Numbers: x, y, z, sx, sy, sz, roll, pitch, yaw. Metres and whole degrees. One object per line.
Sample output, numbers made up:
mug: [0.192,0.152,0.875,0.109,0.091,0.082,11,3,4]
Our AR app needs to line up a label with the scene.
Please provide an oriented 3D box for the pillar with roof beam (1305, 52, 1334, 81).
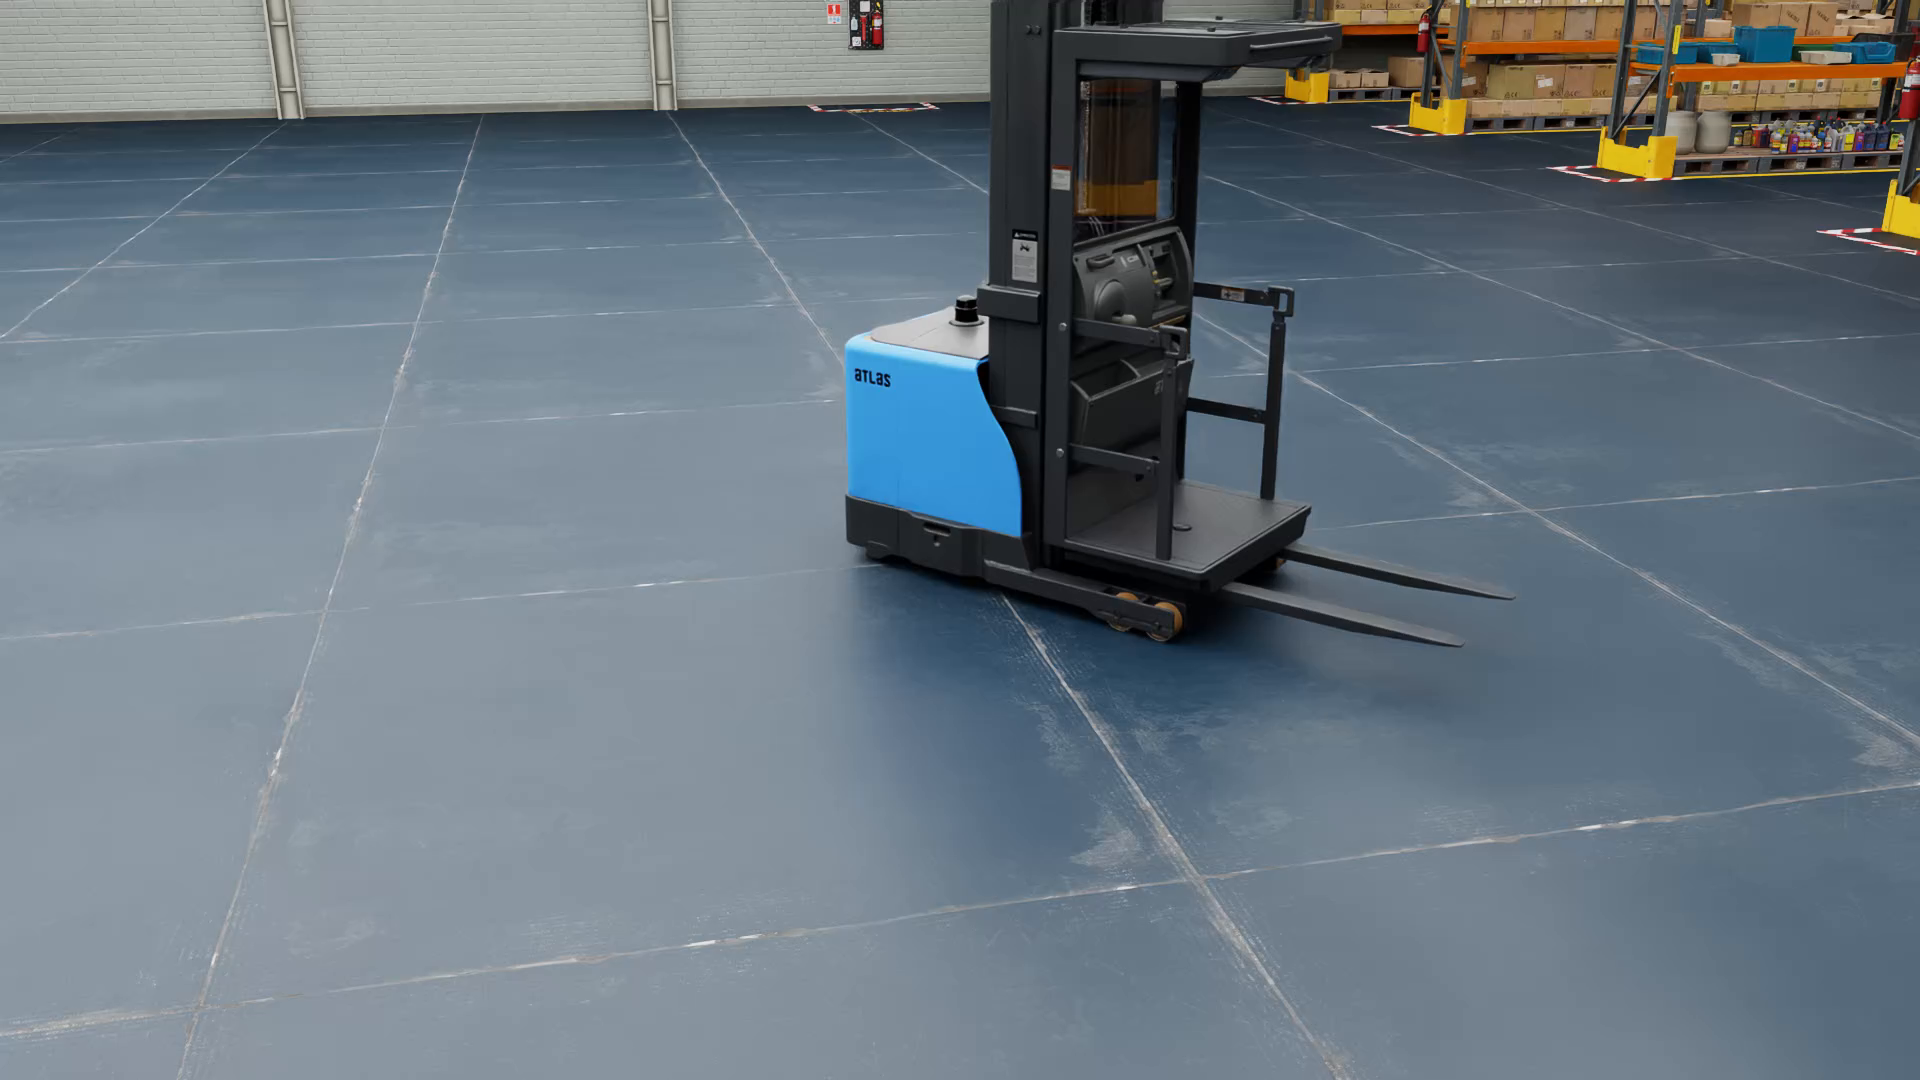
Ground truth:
pillar with roof beam: [7.643,-11.077,25.472,0.400,9.000,9.100,-5,21,-12]

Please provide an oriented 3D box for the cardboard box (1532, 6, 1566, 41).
cardboard box: [8.765,-7.859,25.262,0.500,0.500,0.700,-5,21,-12]

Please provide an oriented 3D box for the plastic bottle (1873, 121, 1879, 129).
plastic bottle: [11.749,-5.220,21.416,0.185,0.351,0.144,-5,21,-12]

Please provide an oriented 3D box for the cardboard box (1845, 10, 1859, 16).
cardboard box: [16.838,-10.002,31.595,0.250,0.149,0.380,-5,21,-12]

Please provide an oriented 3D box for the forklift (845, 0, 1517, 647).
forklift: [0.936,-1.148,7.188,3.031,2.935,1.130,14,24,33]

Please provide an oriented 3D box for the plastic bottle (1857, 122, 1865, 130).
plastic bottle: [11.931,-5.404,22.032,0.097,0.271,0.097,0,20,0]

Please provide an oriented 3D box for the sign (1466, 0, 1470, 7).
sign: [7.435,-7.956,24.299,0.005,0.325,0.100,-5,21,-12]

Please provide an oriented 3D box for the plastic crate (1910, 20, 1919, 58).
plastic crate: [12.743,-6.528,21.680,0.583,0.464,0.402,-5,21,-12]

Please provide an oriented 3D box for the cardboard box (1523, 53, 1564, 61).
cardboard box: [10.775,-8.770,30.888,0.500,0.500,0.700,-4,20,-11]

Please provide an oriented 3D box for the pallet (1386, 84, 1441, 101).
pallet: [8.227,-8.201,30.395,1.213,0.211,1.003,-5,21,-12]

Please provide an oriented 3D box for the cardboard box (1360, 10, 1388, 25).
cardboard box: [7.220,-9.274,29.459,0.500,0.250,0.500,-5,21,-14]

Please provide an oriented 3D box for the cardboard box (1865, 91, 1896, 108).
cardboard box: [14.643,-7.114,26.763,0.500,0.250,0.500,-4,21,-11]

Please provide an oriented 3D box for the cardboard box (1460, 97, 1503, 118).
cardboard box: [7.886,-6.573,25.283,0.500,0.250,0.500,-5,21,-12]

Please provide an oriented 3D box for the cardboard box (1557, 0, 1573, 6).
cardboard box: [8.998,-8.112,25.009,0.250,0.149,0.380,-5,21,-13]

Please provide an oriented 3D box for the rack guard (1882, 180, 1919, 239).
rack guard: [9.663,-3.215,16.363,0.348,0.500,1.175,-5,21,-12]

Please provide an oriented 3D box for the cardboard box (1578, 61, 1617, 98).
cardboard box: [9.830,-7.087,25.597,0.500,0.500,0.500,-5,21,-12]

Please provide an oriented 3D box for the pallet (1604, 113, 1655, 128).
pallet: [10.422,-6.657,26.180,1.213,0.211,1.003,-5,21,-12]

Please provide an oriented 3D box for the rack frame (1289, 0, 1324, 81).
rack frame: [6.170,-9.356,29.496,0.127,3.000,1.000,-5,21,-12]

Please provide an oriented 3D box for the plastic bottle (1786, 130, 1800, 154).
plastic bottle: [10.510,-5.022,20.973,0.133,0.283,0.061,-4,21,-12]

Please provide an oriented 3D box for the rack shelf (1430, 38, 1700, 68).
rack shelf: [9.260,-7.519,25.526,4.000,0.370,1.077,-5,21,-12]

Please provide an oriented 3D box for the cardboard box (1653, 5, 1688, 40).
cardboard box: [10.776,-8.025,25.715,0.500,0.500,0.700,-5,21,-14]

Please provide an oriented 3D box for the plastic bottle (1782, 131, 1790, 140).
plastic bottle: [10.753,-5.224,21.644,0.097,0.201,0.097,0,20,0]

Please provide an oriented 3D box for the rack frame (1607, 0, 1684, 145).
rack frame: [8.449,-6.040,20.443,0.127,3.000,1.000,-5,21,-12]

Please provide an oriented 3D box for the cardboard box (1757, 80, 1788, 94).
cardboard box: [12.657,-7.213,26.216,0.500,0.311,0.500,-5,21,-14]

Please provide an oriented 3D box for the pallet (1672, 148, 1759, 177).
pallet: [9.304,-4.815,21.152,1.213,0.211,1.003,-5,21,-12]

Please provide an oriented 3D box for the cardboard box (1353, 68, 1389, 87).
cardboard box: [7.419,-8.370,30.073,0.500,0.311,0.500,-3,20,-8]

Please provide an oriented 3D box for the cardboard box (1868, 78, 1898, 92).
cardboard box: [14.646,-7.377,26.664,0.500,0.311,0.500,-4,21,-11]

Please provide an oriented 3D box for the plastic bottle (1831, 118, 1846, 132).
plastic bottle: [11.494,-5.346,21.760,0.185,0.351,0.144,-5,21,-12]

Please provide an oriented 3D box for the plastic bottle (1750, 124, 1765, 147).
plastic bottle: [10.387,-5.271,21.662,0.135,0.276,0.152,-4,21,-12]

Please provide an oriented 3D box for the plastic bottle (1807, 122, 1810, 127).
plastic bottle: [11.107,-5.349,21.865,0.133,0.283,0.061,-4,20,-10]

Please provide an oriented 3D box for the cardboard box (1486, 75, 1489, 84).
cardboard box: [9.549,-8.497,30.629,0.250,0.166,0.380,-7,21,-20]

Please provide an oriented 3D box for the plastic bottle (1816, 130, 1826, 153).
plastic bottle: [10.914,-5.056,21.083,0.097,0.271,0.097,0,20,0]

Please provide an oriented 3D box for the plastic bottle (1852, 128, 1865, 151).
plastic bottle: [11.446,-5.098,21.181,0.133,0.283,0.061,-3,20,-9]

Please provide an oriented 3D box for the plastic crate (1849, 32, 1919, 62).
plastic crate: [11.803,-6.329,21.321,0.504,0.338,0.767,-5,21,-12]

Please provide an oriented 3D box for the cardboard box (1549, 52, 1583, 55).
cardboard box: [11.203,-9.158,30.858,0.500,0.250,0.500,-5,21,-14]

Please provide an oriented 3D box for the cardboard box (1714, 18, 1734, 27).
cardboard box: [12.019,-8.083,26.215,0.258,0.266,0.396,-5,21,-14]

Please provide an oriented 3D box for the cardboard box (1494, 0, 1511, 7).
cardboard box: [8.001,-8.031,24.789,0.250,0.149,0.380,-5,21,-14]

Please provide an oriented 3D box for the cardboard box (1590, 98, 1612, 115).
cardboard box: [9.833,-6.731,25.714,0.500,0.250,0.500,-5,21,-12]

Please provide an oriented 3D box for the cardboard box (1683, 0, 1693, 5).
cardboard box: [10.991,-8.273,25.451,0.250,0.149,0.380,-5,21,-13]

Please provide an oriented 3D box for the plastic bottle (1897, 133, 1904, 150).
plastic bottle: [12.061,-5.116,21.349,0.097,0.201,0.097,0,20,0]

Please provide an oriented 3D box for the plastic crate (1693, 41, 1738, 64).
plastic crate: [9.501,-6.160,20.985,0.408,0.251,0.499,-5,21,-12]

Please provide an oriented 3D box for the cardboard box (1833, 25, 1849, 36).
cardboard box: [13.871,-8.094,26.415,0.250,0.149,0.380,-3,20,-8]

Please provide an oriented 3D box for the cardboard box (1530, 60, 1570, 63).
cardboard box: [9.223,-7.222,25.966,0.500,0.500,0.500,-5,21,-12]

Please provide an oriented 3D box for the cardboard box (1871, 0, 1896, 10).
cardboard box: [17.456,-10.381,31.687,0.500,0.500,0.500,-5,21,-13]

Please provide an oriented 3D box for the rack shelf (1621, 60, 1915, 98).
rack shelf: [10.396,-5.861,20.999,4.000,0.370,1.077,-5,21,-12]

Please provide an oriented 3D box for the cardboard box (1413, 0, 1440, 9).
cardboard box: [8.191,-9.704,29.543,0.500,0.500,0.500,-4,20,-11]

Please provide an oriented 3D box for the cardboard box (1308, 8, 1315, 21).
cardboard box: [6.580,-9.397,29.796,0.500,0.250,0.500,-4,21,-12]

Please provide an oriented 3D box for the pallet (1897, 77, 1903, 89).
pallet: [18.606,-9.031,32.661,1.213,0.211,1.003,-5,21,-12]

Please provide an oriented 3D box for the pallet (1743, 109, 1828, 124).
pallet: [13.104,-6.875,26.775,1.213,0.211,1.003,-5,21,-12]

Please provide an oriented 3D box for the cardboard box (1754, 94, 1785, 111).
cardboard box: [12.657,-6.952,26.319,0.500,0.250,0.500,-5,21,-14]

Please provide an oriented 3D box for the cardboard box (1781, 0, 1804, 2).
cardboard box: [15.482,-10.216,31.234,0.500,0.500,0.500,-5,21,-13]

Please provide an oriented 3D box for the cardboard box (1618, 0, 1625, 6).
cardboard box: [10.000,-8.193,25.233,0.250,0.149,0.380,-5,21,-13]
